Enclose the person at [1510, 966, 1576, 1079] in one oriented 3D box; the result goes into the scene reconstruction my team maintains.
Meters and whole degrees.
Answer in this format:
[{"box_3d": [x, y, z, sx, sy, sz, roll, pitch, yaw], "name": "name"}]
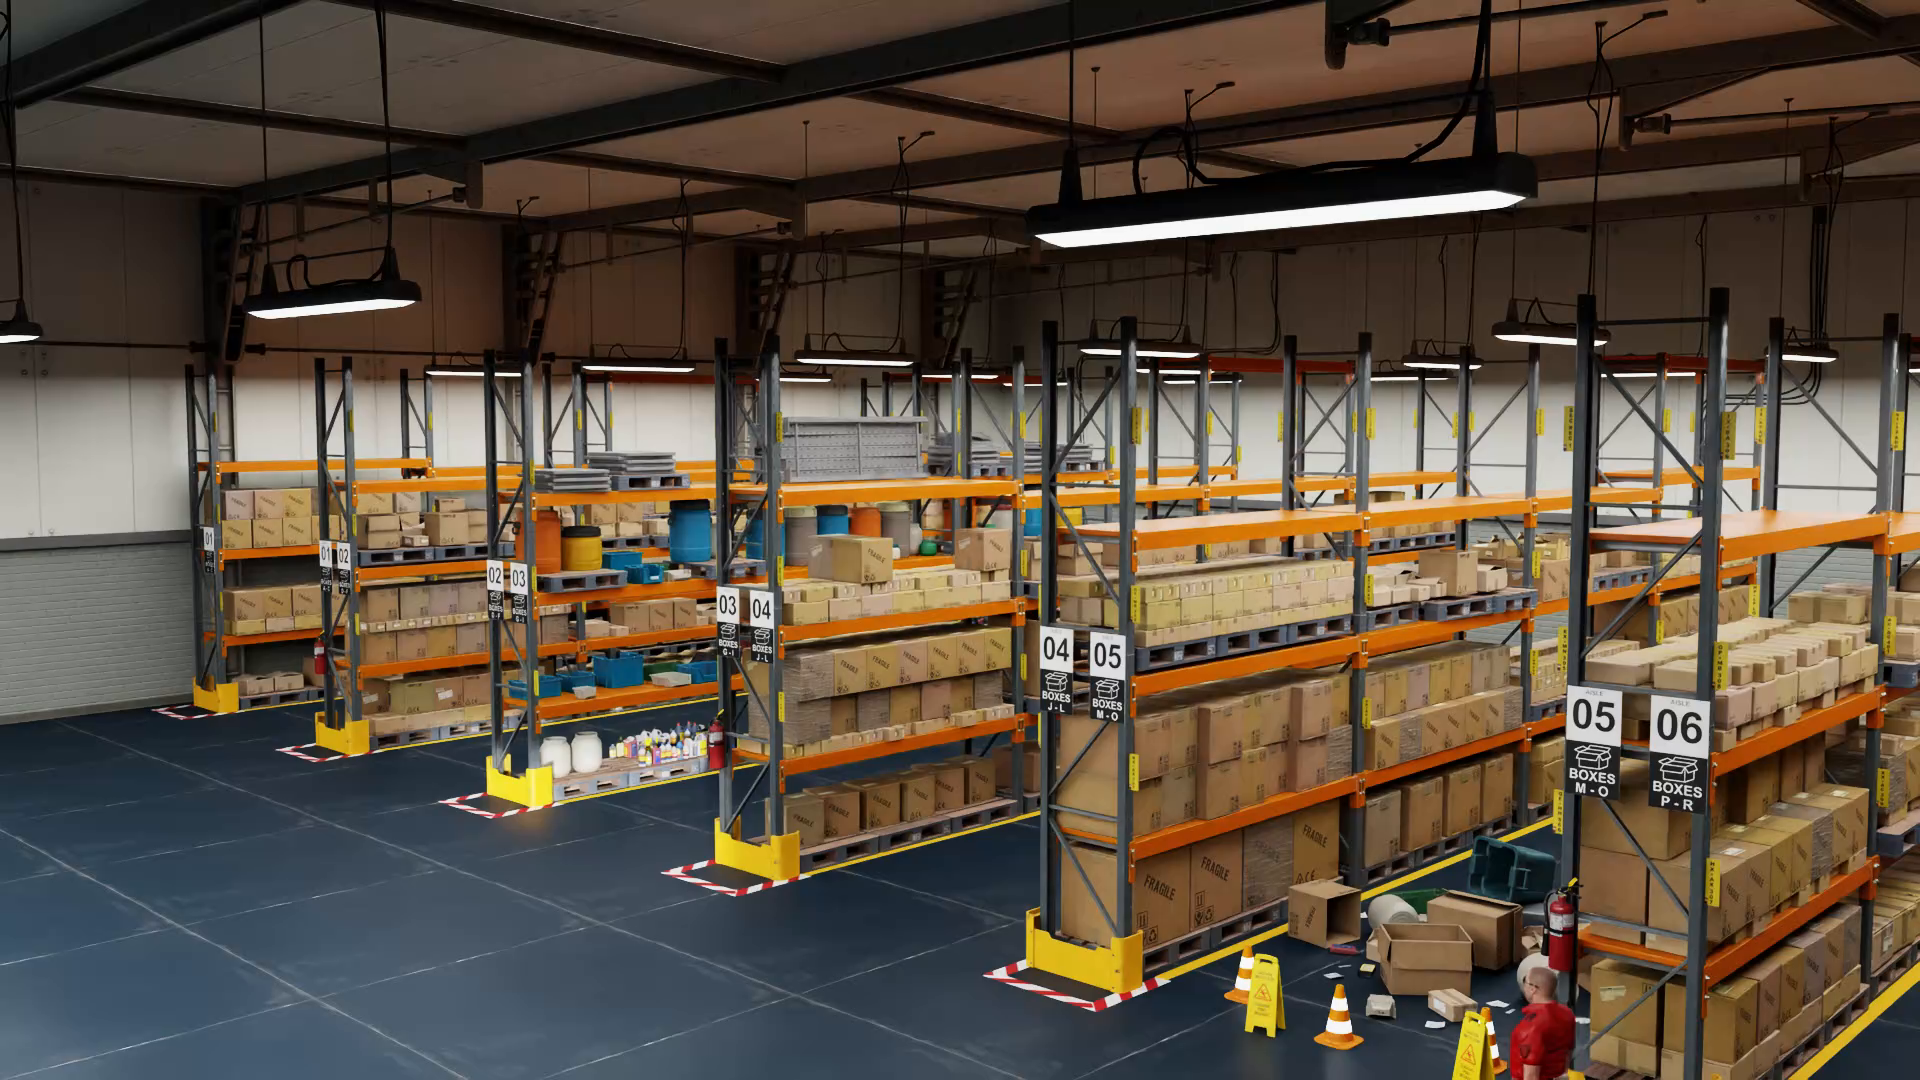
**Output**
[{"box_3d": [3.674, 3.557, 10.428, 0.538, 1.597, 1.019, -4, 6, -43], "name": "person"}]
